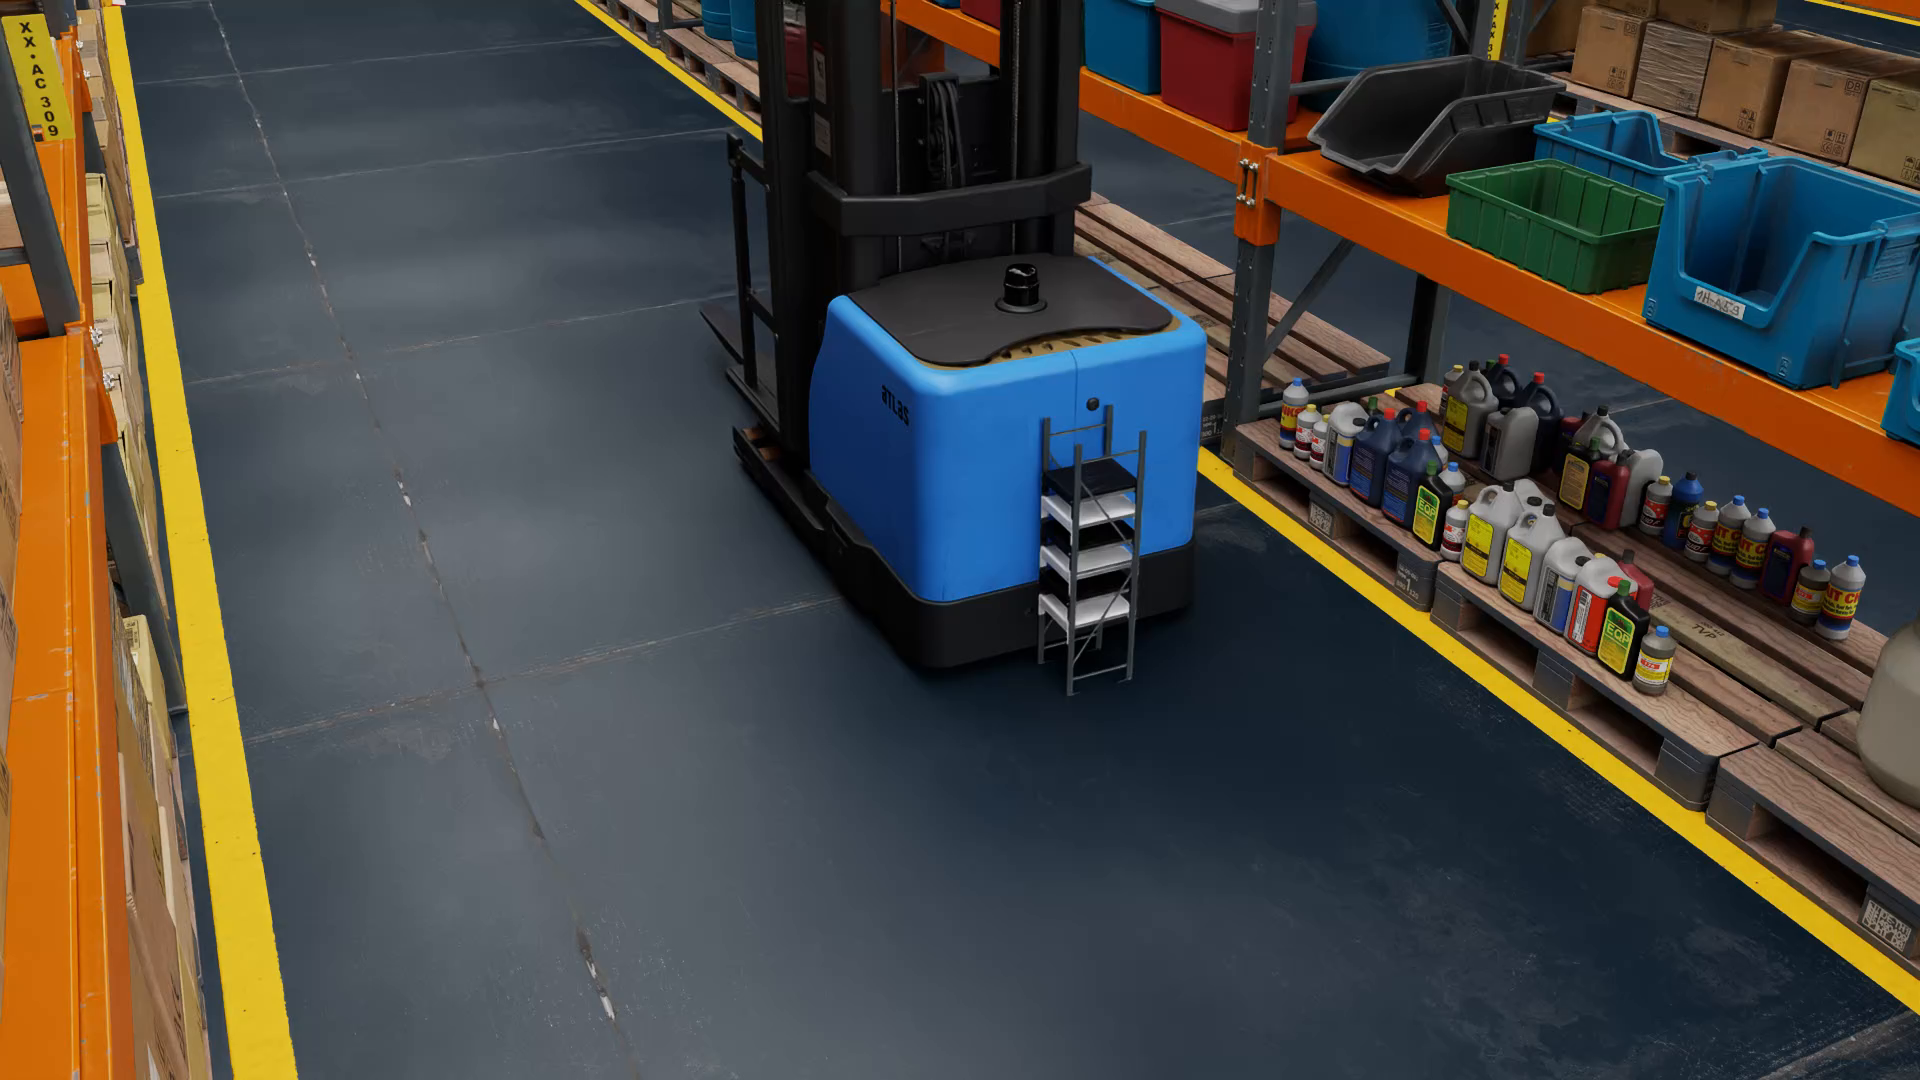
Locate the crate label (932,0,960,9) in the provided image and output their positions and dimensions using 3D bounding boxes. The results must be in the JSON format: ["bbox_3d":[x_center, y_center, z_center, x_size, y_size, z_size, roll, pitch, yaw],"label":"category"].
[{"bbox_3d":[0.011,-3.012,8.519,0.502,0.435,0.616,-13,32,-22],"label":"crate label"}]

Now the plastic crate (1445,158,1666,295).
[{"bbox_3d":[1.874,-0.974,5.137,0.450,0.188,0.662,-13,32,-22],"label":"plastic crate"}]

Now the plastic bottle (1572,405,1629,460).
[{"bbox_3d":[2.304,-0.311,5.996,0.144,0.351,0.185,-13,32,-22],"label":"plastic bottle"}]

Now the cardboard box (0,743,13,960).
[{"bbox_3d":[-1.839,0.376,2.411,0.700,0.500,0.500,-13,32,-22],"label":"cardboard box"}]

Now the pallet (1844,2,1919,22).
[{"bbox_3d":[8.491,-4.659,14.342,1.003,0.211,1.213,-13,32,-22],"label":"pallet"}]

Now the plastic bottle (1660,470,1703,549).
[{"bbox_3d":[2.489,-0.112,5.722,0.097,0.271,0.097,0,29,0],"label":"plastic bottle"}]

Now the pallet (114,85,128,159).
[{"bbox_3d":[-5.980,-2.653,10.766,1.003,0.211,1.213,-13,32,-22],"label":"pallet"}]

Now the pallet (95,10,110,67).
[{"bbox_3d":[-7.185,-3.848,12.897,1.003,0.211,1.213,-13,32,-22],"label":"pallet"}]

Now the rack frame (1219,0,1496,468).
[{"bbox_3d":[1.546,-1.726,6.260,1.000,3.000,0.127,-13,32,-22],"label":"rack frame"}]

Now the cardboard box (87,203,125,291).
[{"bbox_3d":[-3.970,-1.275,7.265,0.500,0.311,0.500,-14,32,-23],"label":"cardboard box"}]

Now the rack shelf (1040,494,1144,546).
[{"bbox_3d":[0.409,-0.086,5.183,0.258,0.077,0.200,-13,32,-21],"label":"rack shelf"}]

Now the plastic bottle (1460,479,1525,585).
[{"bbox_3d":[1.781,-0.047,5.526,0.144,0.351,0.185,-13,32,-22],"label":"plastic bottle"}]

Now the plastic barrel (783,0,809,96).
[{"bbox_3d":[-0.881,-3.335,11.167,0.600,0.588,0.708,-13,32,-22],"label":"plastic barrel"}]

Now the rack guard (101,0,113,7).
[{"bbox_3d":[-8.048,-4.864,14.413,1.175,0.500,0.348,-13,32,-22],"label":"rack guard"}]

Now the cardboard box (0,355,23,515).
[{"bbox_3d":[-2.501,-0.304,3.624,0.700,0.500,0.500,-13,32,-22],"label":"cardboard box"}]

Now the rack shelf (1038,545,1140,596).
[{"bbox_3d":[0.409,0.071,5.271,0.258,0.077,0.200,-13,32,-21],"label":"rack shelf"}]

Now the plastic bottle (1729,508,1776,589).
[{"bbox_3d":[2.619,0.022,5.484,0.097,0.271,0.097,0,29,0],"label":"plastic bottle"}]

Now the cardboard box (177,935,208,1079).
[{"bbox_3d":[-1.884,1.149,3.515,0.500,0.250,0.500,-13,32,-22],"label":"cardboard box"}]

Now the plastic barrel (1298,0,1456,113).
[{"bbox_3d":[1.654,-2.178,6.556,0.600,0.901,0.708,-13,32,-22],"label":"plastic barrel"}]

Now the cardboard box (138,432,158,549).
[{"bbox_3d":[-3.097,-0.127,5.792,0.500,0.250,0.500,-12,32,-21],"label":"cardboard box"}]

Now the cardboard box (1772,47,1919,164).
[{"bbox_3d":[5.347,-2.605,9.934,0.700,0.500,0.500,-16,33,-26],"label":"cardboard box"}]

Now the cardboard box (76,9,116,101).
[{"bbox_3d":[-5.893,-3.165,10.933,0.500,0.500,0.500,-13,32,-22],"label":"cardboard box"}]

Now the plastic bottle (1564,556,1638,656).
[{"bbox_3d":[1.996,0.201,5.159,0.152,0.276,0.135,-13,32,-22],"label":"plastic bottle"}]

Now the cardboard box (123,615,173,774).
[{"bbox_3d":[-2.533,0.488,4.695,0.500,0.250,0.500,-13,32,-22],"label":"cardboard box"}]

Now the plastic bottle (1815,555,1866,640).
[{"bbox_3d":[2.766,0.173,5.214,0.097,0.271,0.097,0,29,0],"label":"plastic bottle"}]

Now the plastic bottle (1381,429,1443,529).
[{"bbox_3d":[1.599,-0.235,5.861,0.144,0.351,0.185,-15,32,-24],"label":"plastic bottle"}]

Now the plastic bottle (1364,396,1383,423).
[{"bbox_3d":[1.546,-0.385,6.198,0.061,0.283,0.133,-13,32,-22],"label":"plastic bottle"}]

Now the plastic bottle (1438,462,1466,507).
[{"bbox_3d":[1.696,-0.143,5.778,0.097,0.271,0.097,0,29,0],"label":"plastic bottle"}]

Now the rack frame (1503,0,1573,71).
[{"bbox_3d":[4.302,-4.532,11.266,1.000,3.000,0.127,-13,32,-22],"label":"rack frame"}]

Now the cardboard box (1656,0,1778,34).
[{"bbox_3d":[4.854,-3.439,10.656,0.500,0.250,0.500,-9,31,-16],"label":"cardboard box"}]

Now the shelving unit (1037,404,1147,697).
[{"bbox_3d":[0.409,0.042,5.254,0.258,0.900,0.210,-13,32,-21],"label":"shelving unit"}]

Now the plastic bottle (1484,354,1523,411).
[{"bbox_3d":[2.083,-0.538,6.401,0.144,0.351,0.185,-14,32,-23],"label":"plastic bottle"}]

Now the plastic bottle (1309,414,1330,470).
[{"bbox_3d":[1.374,-0.374,6.262,0.097,0.201,0.097,0,29,0],"label":"plastic bottle"}]

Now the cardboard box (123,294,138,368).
[{"bbox_3d":[-3.763,-0.807,7.004,0.500,0.250,0.500,-12,32,-21],"label":"cardboard box"}]

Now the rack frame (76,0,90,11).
[{"bbox_3d":[-6.364,-4.221,10.711,1.000,3.000,0.127,-13,32,-22],"label":"rack frame"}]

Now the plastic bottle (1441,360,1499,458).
[{"bbox_3d":[1.953,-0.508,6.347,0.144,0.351,0.185,-13,32,-22],"label":"plastic bottle"}]

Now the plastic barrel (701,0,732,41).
[{"bbox_3d":[-1.670,-4.283,12.538,0.600,0.901,0.708,-13,32,-22],"label":"plastic barrel"}]

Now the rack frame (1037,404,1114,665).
[{"bbox_3d":[0.366,-0.003,5.335,0.240,0.900,0.006,-13,32,-21],"label":"rack frame"}]

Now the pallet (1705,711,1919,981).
[{"bbox_3d":[2.844,0.874,4.476,1.003,0.211,1.213,-13,32,-22],"label":"pallet"}]

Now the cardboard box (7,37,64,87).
[{"bbox_3d":[-4.011,-2.005,7.016,0.380,0.149,0.250,-13,32,-22],"label":"cardboard box"}]

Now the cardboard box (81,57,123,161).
[{"bbox_3d":[-5.253,-2.499,9.746,0.500,0.500,0.500,-14,32,-24],"label":"cardboard box"}]

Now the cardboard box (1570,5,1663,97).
[{"bbox_3d":[4.608,-3.342,11.250,0.700,0.500,0.500,-15,33,-25],"label":"cardboard box"}]

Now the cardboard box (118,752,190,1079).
[{"bbox_3d":[-1.883,0.822,3.332,0.500,0.500,0.500,-13,32,-22],"label":"cardboard box"}]

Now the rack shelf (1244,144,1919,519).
[{"bbox_3d":[2.405,-0.528,4.861,1.077,0.370,4.000,-13,32,-22],"label":"rack shelf"}]

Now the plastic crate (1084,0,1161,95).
[{"bbox_3d":[0.792,-2.141,7.017,0.392,0.384,0.575,-13,32,-22],"label":"plastic crate"}]

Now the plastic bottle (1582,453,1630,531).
[{"bbox_3d":[2.274,-0.186,5.842,0.061,0.283,0.133,-13,32,-22],"label":"plastic bottle"}]

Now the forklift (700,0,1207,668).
[{"bbox_3d":[-0.270,-1.566,6.046,1.130,2.935,3.031,-13,32,-21],"label":"forklift"}]

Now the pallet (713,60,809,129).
[{"bbox_3d":[-1.067,-3.154,11.659,1.003,0.211,1.213,-13,32,-22],"label":"pallet"}]

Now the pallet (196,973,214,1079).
[{"bbox_3d":[-2.098,1.429,3.486,1.003,0.211,1.213,-13,32,-22],"label":"pallet"}]

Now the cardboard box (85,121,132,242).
[{"bbox_3d":[-4.584,-1.817,8.529,0.500,0.500,0.500,-12,31,-20],"label":"cardboard box"}]

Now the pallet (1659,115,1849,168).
[{"bbox_3d":[5.156,-2.433,10.372,1.003,0.211,1.213,-13,32,-22],"label":"pallet"}]

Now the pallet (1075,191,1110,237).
[{"bbox_3d":[0.126,-1.926,9.469,1.003,0.211,1.213,-13,32,-22],"label":"pallet"}]

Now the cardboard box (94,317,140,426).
[{"bbox_3d":[-3.315,-0.601,6.064,0.500,0.311,0.500,-14,32,-24],"label":"cardboard box"}]
